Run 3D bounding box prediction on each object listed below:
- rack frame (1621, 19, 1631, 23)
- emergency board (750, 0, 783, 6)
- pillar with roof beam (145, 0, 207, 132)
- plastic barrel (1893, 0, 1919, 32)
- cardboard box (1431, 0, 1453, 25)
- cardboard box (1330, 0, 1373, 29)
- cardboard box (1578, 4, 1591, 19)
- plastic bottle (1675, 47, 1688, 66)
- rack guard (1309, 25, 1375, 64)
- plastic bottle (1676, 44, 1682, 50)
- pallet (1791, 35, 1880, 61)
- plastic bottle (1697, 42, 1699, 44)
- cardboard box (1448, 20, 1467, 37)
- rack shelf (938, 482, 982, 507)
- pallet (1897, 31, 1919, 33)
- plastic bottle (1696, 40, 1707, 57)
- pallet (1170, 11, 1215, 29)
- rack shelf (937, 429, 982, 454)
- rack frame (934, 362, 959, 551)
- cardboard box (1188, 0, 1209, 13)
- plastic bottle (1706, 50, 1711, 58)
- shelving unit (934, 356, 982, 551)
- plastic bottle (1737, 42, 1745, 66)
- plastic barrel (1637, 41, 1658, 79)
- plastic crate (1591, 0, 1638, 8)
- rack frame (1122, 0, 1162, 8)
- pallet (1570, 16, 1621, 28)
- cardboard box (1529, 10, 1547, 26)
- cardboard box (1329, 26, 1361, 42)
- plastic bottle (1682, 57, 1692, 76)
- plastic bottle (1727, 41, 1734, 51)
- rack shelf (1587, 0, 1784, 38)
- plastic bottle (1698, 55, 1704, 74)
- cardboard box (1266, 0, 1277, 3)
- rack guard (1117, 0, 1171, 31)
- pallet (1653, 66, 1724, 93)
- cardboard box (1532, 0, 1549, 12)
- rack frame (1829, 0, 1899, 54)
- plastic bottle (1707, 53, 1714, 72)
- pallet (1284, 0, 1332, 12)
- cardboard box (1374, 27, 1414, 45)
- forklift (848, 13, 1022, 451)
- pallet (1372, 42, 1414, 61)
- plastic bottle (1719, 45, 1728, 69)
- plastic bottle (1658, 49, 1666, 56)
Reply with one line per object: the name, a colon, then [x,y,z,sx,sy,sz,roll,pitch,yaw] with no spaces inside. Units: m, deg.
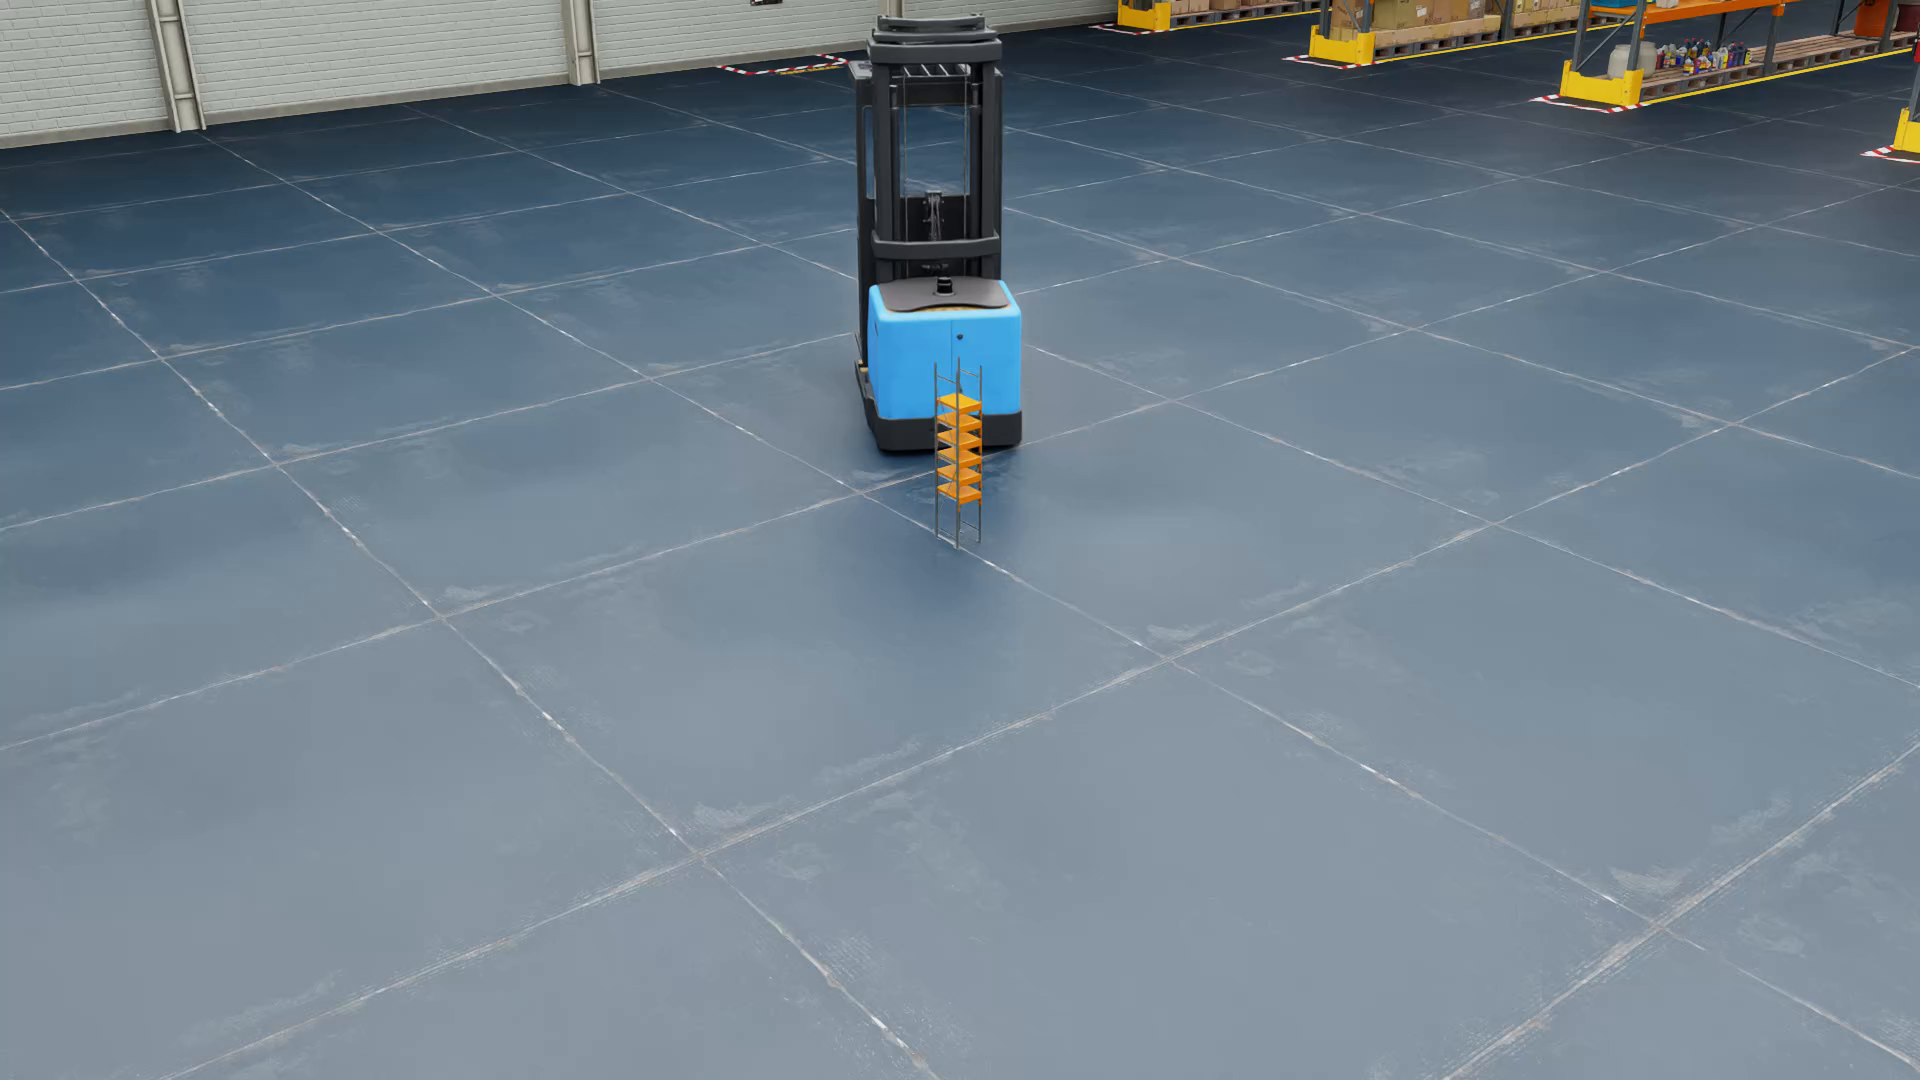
rack frame: [12.834,-11.689,32.373,0.127,3.000,1.000,-18,31,-34]
emergency board: [-3.212,-9.535,27.732,0.626,1.169,0.157,-18,31,-34]
pillar with roof beam: [-8.012,-8.338,18.027,0.400,9.000,9.100,-18,31,-34]
plastic barrel: [17.151,-9.570,30.172,0.708,0.588,0.600,-18,31,-34]
cardboard box: [8.280,-9.348,29.207,0.500,0.500,0.500,-18,31,-34]
cardboard box: [6.777,-9.132,28.740,0.500,0.500,0.500,-18,31,-34]
cardboard box: [11.769,-10.150,31.824,0.500,0.250,0.500,-17,30,-33]
plastic bottle: [11.477,-7.698,26.486,0.135,0.276,0.152,-18,31,-34]
rack guard: [6.520,-8.471,28.408,0.348,0.500,1.175,-18,31,-34]
plastic bottle: [11.544,-7.825,26.751,0.133,0.283,0.061,-17,30,-32]
pallet: [15.254,-8.594,29.016,1.213,0.211,1.003,-18,31,-34]
plastic bottle: [11.981,-7.941,27.011,0.135,0.276,0.152,-17,30,-32]
cardboard box: [8.672,-9.139,29.645,0.500,0.250,0.500,-18,31,-34]
rack shelf: [-0.011,-0.282,10.609,0.180,0.103,0.258,-18,31,-34]
pallet: [17.441,-9.316,30.572,1.213,0.211,1.003,-18,31,-34]
plastic bottle: [11.937,-7.886,26.803,0.185,0.351,0.144,-18,31,-34]
pallet: [4.200,-10.205,32.488,1.213,0.211,1.003,-18,31,-34]
rack shelf: [-0.011,-0.609,10.457,0.180,0.103,0.258,-18,31,-34]
rack frame: [-0.083,-0.517,10.438,0.006,1.200,0.240,-18,31,-34]
cardboard box: [4.527,-10.529,32.544,0.500,0.311,0.500,-15,29,-30]
plastic bottle: [11.809,-7.573,26.208,0.133,0.283,0.061,-18,31,-34]
shelving unit: [-0.011,-0.540,10.489,0.189,1.200,0.258,-18,31,-34]
plastic bottle: [12.411,-7.743,26.495,0.185,0.351,0.144,-19,31,-35]
plastic barrel: [10.457,-7.357,25.496,0.421,0.512,0.421,0,25,0]
plastic crate: [9.801,-8.130,24.882,0.616,0.251,0.499,-18,31,-34]
rack frame: [3.479,-11.251,31.429,0.127,3.000,1.000,-18,31,-34]
pallet: [12.162,-10.223,32.527,1.213,0.211,1.003,-18,31,-34]
cardboard box: [10.559,-9.748,30.958,0.500,0.250,0.500,-17,30,-33]
cardboard box: [6.778,-8.791,28.896,0.500,0.250,0.500,-18,31,-34]
plastic bottle: [11.211,-7.299,25.631,0.097,0.271,0.097,0,25,0]
plastic bottle: [12.322,-7.791,26.598,0.185,0.351,0.144,-18,31,-34]
rack shelf: [11.166,-8.162,25.628,4.000,0.370,1.077,-18,31,-34]
plastic bottle: [11.481,-7.388,25.823,0.097,0.271,0.097,0,25,0]
cardboard box: [6.224,-11.055,33.851,0.380,0.166,0.250,22,33,39]
rack guard: [3.539,-10.137,31.997,0.348,0.500,1.175,-18,31,-34]
pallet: [11.225,-7.264,26.150,1.213,0.211,1.003,-18,31,-34]
cardboard box: [10.562,-10.000,30.836,0.500,0.311,0.500,-19,31,-35]
rack frame: [15.887,-10.047,28.835,0.127,3.000,1.000,-18,31,-34]
plastic bottle: [11.719,-7.466,25.993,0.097,0.271,0.097,0,25,0]
pallet: [7.238,-11.228,34.691,1.213,0.211,1.003,-18,31,-34]
cardboard box: [7.489,-8.751,28.809,0.500,0.250,0.500,-18,31,-34]
forklift: [-0.261,-2.562,12.788,1.130,2.935,3.031,-3,25,-7]
pallet: [7.114,-8.558,28.940,1.213,0.211,1.003,-18,31,-34]
plastic bottle: [12.006,-7.609,26.207,0.185,0.351,0.144,-18,31,-34]
plastic bottle: [11.091,-7.648,26.378,0.135,0.276,0.152,-19,31,-35]
